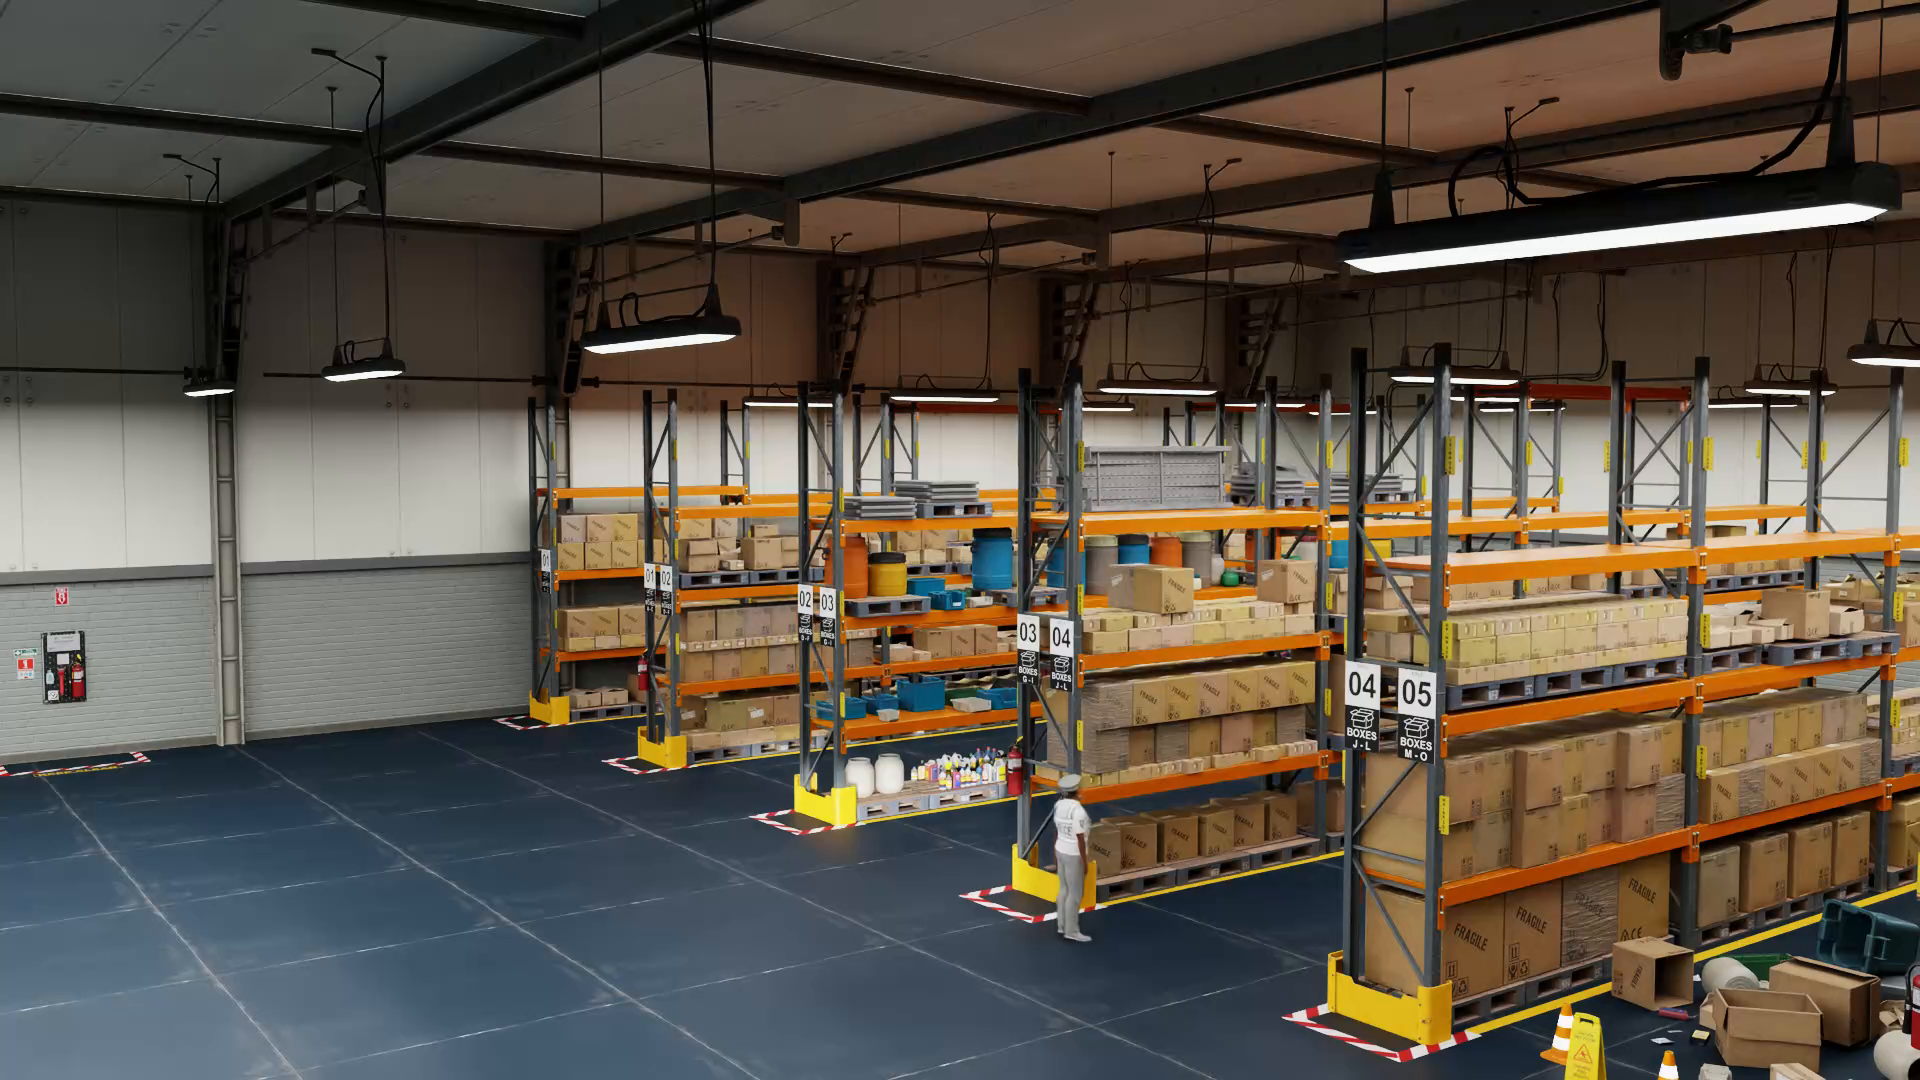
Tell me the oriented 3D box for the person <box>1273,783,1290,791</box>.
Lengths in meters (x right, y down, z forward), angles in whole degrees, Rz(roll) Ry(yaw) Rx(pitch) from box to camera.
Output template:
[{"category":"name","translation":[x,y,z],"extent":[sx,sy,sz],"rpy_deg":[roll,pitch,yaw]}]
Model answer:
[{"category":"person","translation":[4.643,3.645,24.651],"extent":[0.431,0.140,0.378],"rpy_deg":[-1,3,-14]}]
